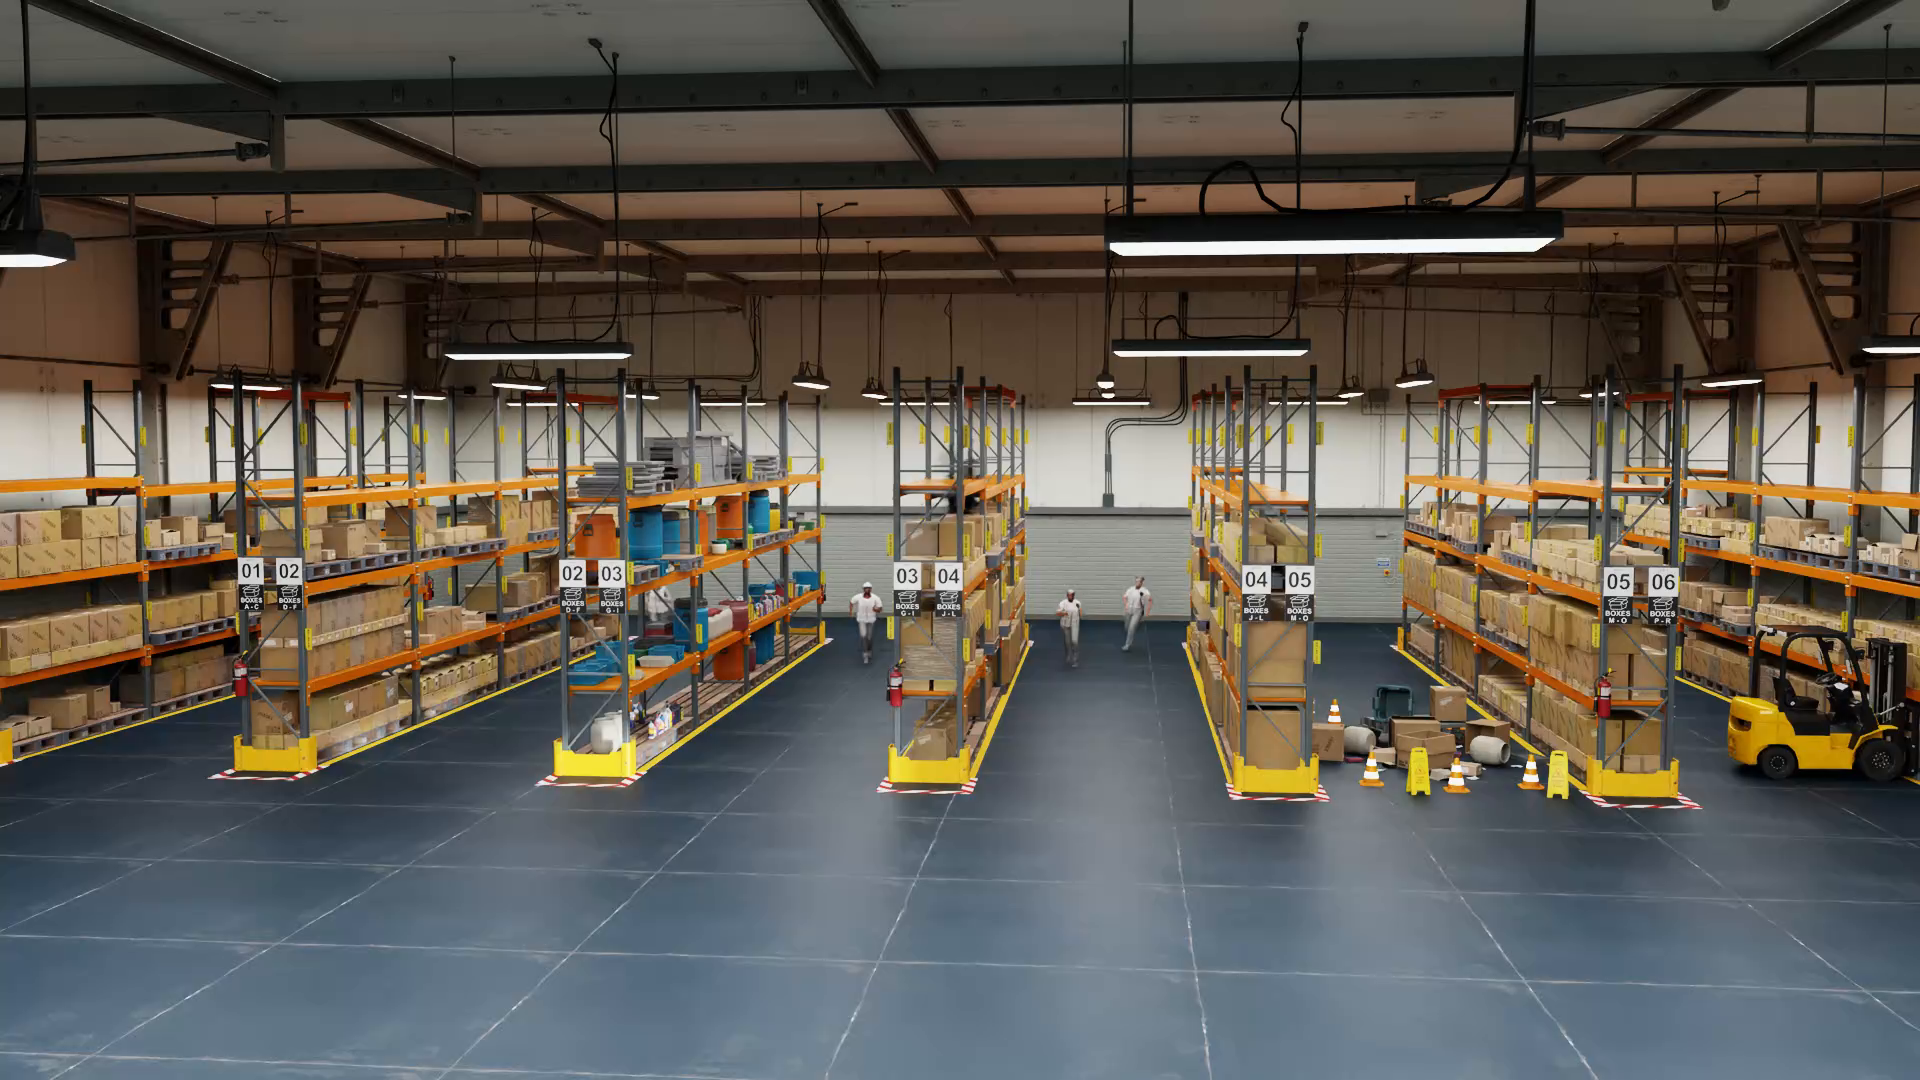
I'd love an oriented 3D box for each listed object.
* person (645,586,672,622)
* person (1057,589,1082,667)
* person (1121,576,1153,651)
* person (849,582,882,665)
[{"bbox_3d":[-7.074,1.700,38.974,0.673,1.817,0.897,0,4,-1],"label":"person"},{"bbox_3d":[2.395,1.932,36.403,0.572,1.736,0.743,0,4,1],"label":"person"},{"bbox_3d":[4.128,1.696,38.975,0.728,1.733,0.912,2,4,27],"label":"person"},{"bbox_3d":[-2.087,1.830,36.924,0.709,1.810,0.868,-1,4,-9],"label":"person"}]
